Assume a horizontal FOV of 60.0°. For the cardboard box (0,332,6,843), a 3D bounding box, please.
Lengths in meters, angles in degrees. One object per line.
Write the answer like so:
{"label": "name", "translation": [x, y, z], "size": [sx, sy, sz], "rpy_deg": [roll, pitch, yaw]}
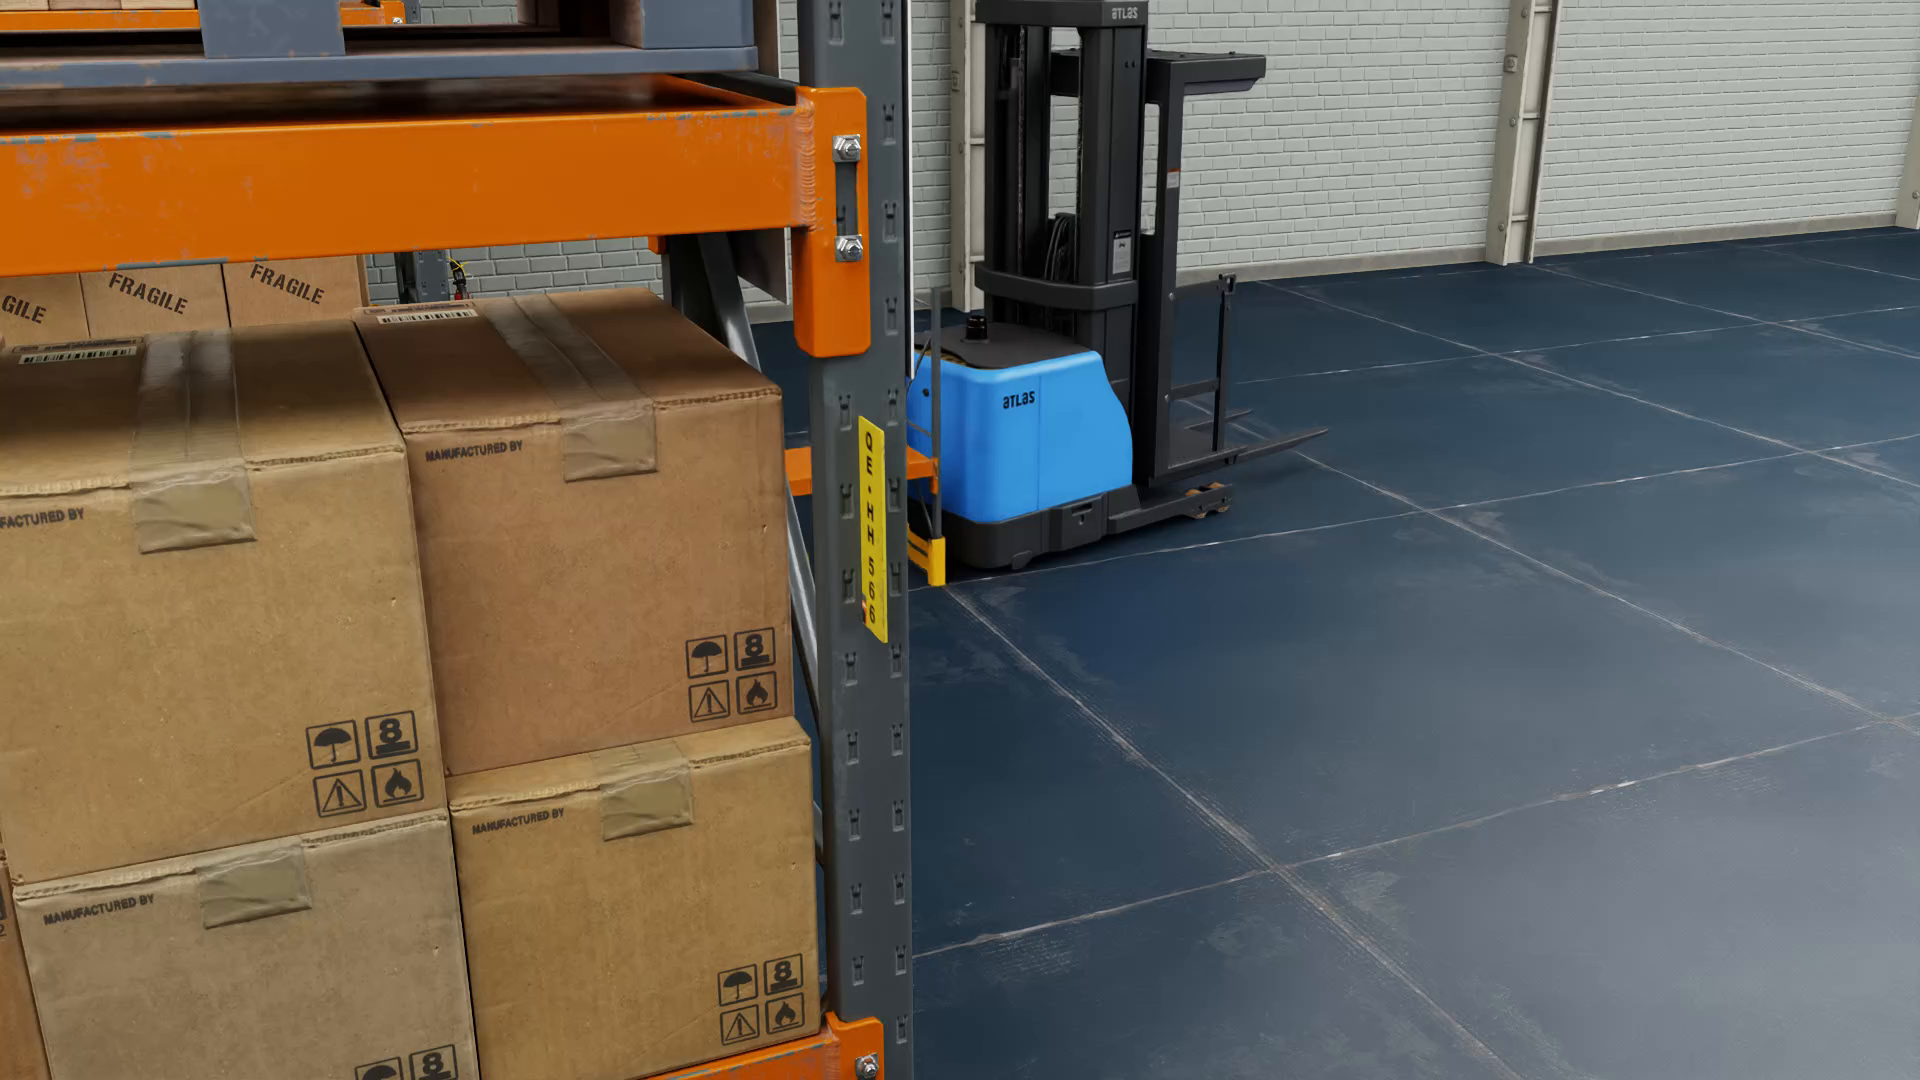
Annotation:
{"label": "cardboard box", "translation": [-1.724, 0.066, 2.467], "size": [0.550, 0.550, 0.875], "rpy_deg": [-8, 21, -22]}

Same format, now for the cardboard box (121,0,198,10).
{"label": "cardboard box", "translation": [-3.075, -2.117, 6.380], "size": [0.250, 0.149, 0.380], "rpy_deg": [-7, 21, -20]}

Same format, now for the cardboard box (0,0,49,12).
{"label": "cardboard box", "translation": [-3.544, -2.057, 6.209], "size": [0.250, 0.149, 0.380], "rpy_deg": [-8, 21, -22]}

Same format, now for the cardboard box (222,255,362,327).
{"label": "cardboard box", "translation": [-2.774, -1.052, 6.896], "size": [0.500, 0.500, 0.500], "rpy_deg": [-9, 21, -23]}

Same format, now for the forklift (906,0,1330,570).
{"label": "forklift", "translation": [0.931, -1.615, 9.196], "size": [3.031, 2.935, 1.130], "rpy_deg": [-16, 25, -38]}

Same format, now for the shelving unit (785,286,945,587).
{"label": "shelving unit", "translation": [-0.681, -0.487, 8.147], "size": [1.083, 1.500, 0.587], "rpy_deg": [-10, 22, -25]}

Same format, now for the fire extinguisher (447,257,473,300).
{"label": "fire extinguisher", "translation": [-2.097, -0.858, 7.060], "size": [0.183, 0.674, 0.296], "rpy_deg": [-8, 21, -22]}

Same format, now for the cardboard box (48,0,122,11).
{"label": "cardboard box", "translation": [-3.334, -2.104, 6.343], "size": [0.250, 0.149, 0.380], "rpy_deg": [-8, 21, -21]}

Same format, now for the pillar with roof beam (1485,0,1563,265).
{"label": "pillar with roof beam", "translation": [7.373, -5.812, 11.980], "size": [0.400, 9.000, 9.100], "rpy_deg": [-8, 21, -22]}

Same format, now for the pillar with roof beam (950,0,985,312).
{"label": "pillar with roof beam", "translation": [1.864, -5.023, 9.738], "size": [0.400, 9.000, 9.100], "rpy_deg": [-8, 21, -22]}

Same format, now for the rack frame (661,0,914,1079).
{"label": "rack frame", "translation": [-0.330, 0.477, 3.151], "size": [0.053, 2.616, 0.949], "rpy_deg": [-8, 21, -22]}

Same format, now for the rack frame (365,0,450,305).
{"label": "rack frame", "translation": [-2.385, -1.020, 7.403], "size": [0.127, 3.000, 1.000], "rpy_deg": [-8, 21, -22]}

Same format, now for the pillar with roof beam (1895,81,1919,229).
{"label": "pillar with roof beam", "translation": [12.882, -6.601, 14.221], "size": [0.400, 9.000, 9.100], "rpy_deg": [-8, 21, -22]}

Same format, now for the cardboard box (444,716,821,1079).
{"label": "cardboard box", "translation": [-0.654, 0.468, 2.951], "size": [0.550, 0.550, 0.875], "rpy_deg": [-8, 21, -22]}

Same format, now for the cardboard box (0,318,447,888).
{"label": "cardboard box", "translation": [-1.156, 0.033, 2.559], "size": [0.550, 0.550, 0.875], "rpy_deg": [-8, 21, -22]}

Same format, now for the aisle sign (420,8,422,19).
{"label": "aisle sign", "translation": [-2.213, -2.166, 6.743], "size": [0.004, 0.787, 0.394], "rpy_deg": [-8, 21, -22]}

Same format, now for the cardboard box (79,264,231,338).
{"label": "cardboard box", "translation": [-3.236, -0.988, 6.713], "size": [0.500, 0.500, 0.500], "rpy_deg": [-8, 21, -22]}

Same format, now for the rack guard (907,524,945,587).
{"label": "rack guard", "translation": [-0.237, 0.028, 8.566], "size": [0.087, 0.250, 0.587], "rpy_deg": [-10, 22, -25]}

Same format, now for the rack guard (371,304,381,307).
{"label": "rack guard", "translation": [-4.332, -1.358, 12.125], "size": [0.348, 0.500, 1.175], "rpy_deg": [-8, 21, -22]}

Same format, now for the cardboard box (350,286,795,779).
{"label": "cardboard box", "translation": [-0.687, -0.067, 2.844], "size": [0.550, 0.550, 0.875], "rpy_deg": [-8, 21, -22]}

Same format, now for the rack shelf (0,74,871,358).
{"label": "rack shelf", "translation": [-2.168, -0.336, 2.028], "size": [4.000, 0.370, 1.077], "rpy_deg": [-8, 21, -22]}

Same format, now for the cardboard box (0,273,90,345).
{"label": "cardboard box", "translation": [-3.696, -0.923, 6.529], "size": [0.500, 0.500, 0.500], "rpy_deg": [-8, 21, -22]}

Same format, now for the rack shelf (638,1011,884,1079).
{"label": "rack shelf", "translation": [-2.168, 1.078, 2.526], "size": [4.000, 0.370, 1.077], "rpy_deg": [-8, 21, -22]}

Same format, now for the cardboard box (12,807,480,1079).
{"label": "cardboard box", "translation": [-1.150, 0.547, 2.726], "size": [0.550, 0.550, 0.875], "rpy_deg": [-8, 21, -22]}

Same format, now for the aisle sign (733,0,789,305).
{"label": "aisle sign", "translation": [-0.385, -0.851, 3.008], "size": [0.004, 0.787, 0.394], "rpy_deg": [-8, 21, -22]}

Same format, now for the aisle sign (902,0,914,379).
{"label": "aisle sign", "translation": [-0.147, -0.668, 2.489], "size": [0.004, 0.787, 0.394], "rpy_deg": [-8, 21, -22]}

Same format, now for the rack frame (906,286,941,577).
{"label": "rack frame", "translation": [-0.219, -0.565, 8.367], "size": [0.032, 1.500, 0.500], "rpy_deg": [-10, 22, -25]}

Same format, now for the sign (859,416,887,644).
{"label": "sign", "translation": [-0.129, -0.015, 2.447], "size": [0.005, 0.325, 0.100], "rpy_deg": [-8, 21, -22]}

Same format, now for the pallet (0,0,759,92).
{"label": "pallet", "translation": [-1.008, -0.796, 2.384], "size": [1.213, 0.211, 1.003], "rpy_deg": [-8, 21, -22]}

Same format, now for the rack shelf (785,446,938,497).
{"label": "rack shelf", "translation": [-0.673, -0.319, 8.210], "size": [1.000, 0.185, 0.538], "rpy_deg": [-10, 22, -25]}

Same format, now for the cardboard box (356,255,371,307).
{"label": "cardboard box", "translation": [-2.930, -1.230, 7.400], "size": [0.500, 0.500, 0.500], "rpy_deg": [-8, 21, -23]}

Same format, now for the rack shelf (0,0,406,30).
{"label": "rack shelf", "translation": [-4.221, -1.833, 6.277], "size": [4.000, 0.370, 1.077], "rpy_deg": [-8, 21, -22]}

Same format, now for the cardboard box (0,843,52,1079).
{"label": "cardboard box", "translation": [-1.714, 0.582, 2.626], "size": [0.550, 0.550, 0.875], "rpy_deg": [-8, 21, -22]}
